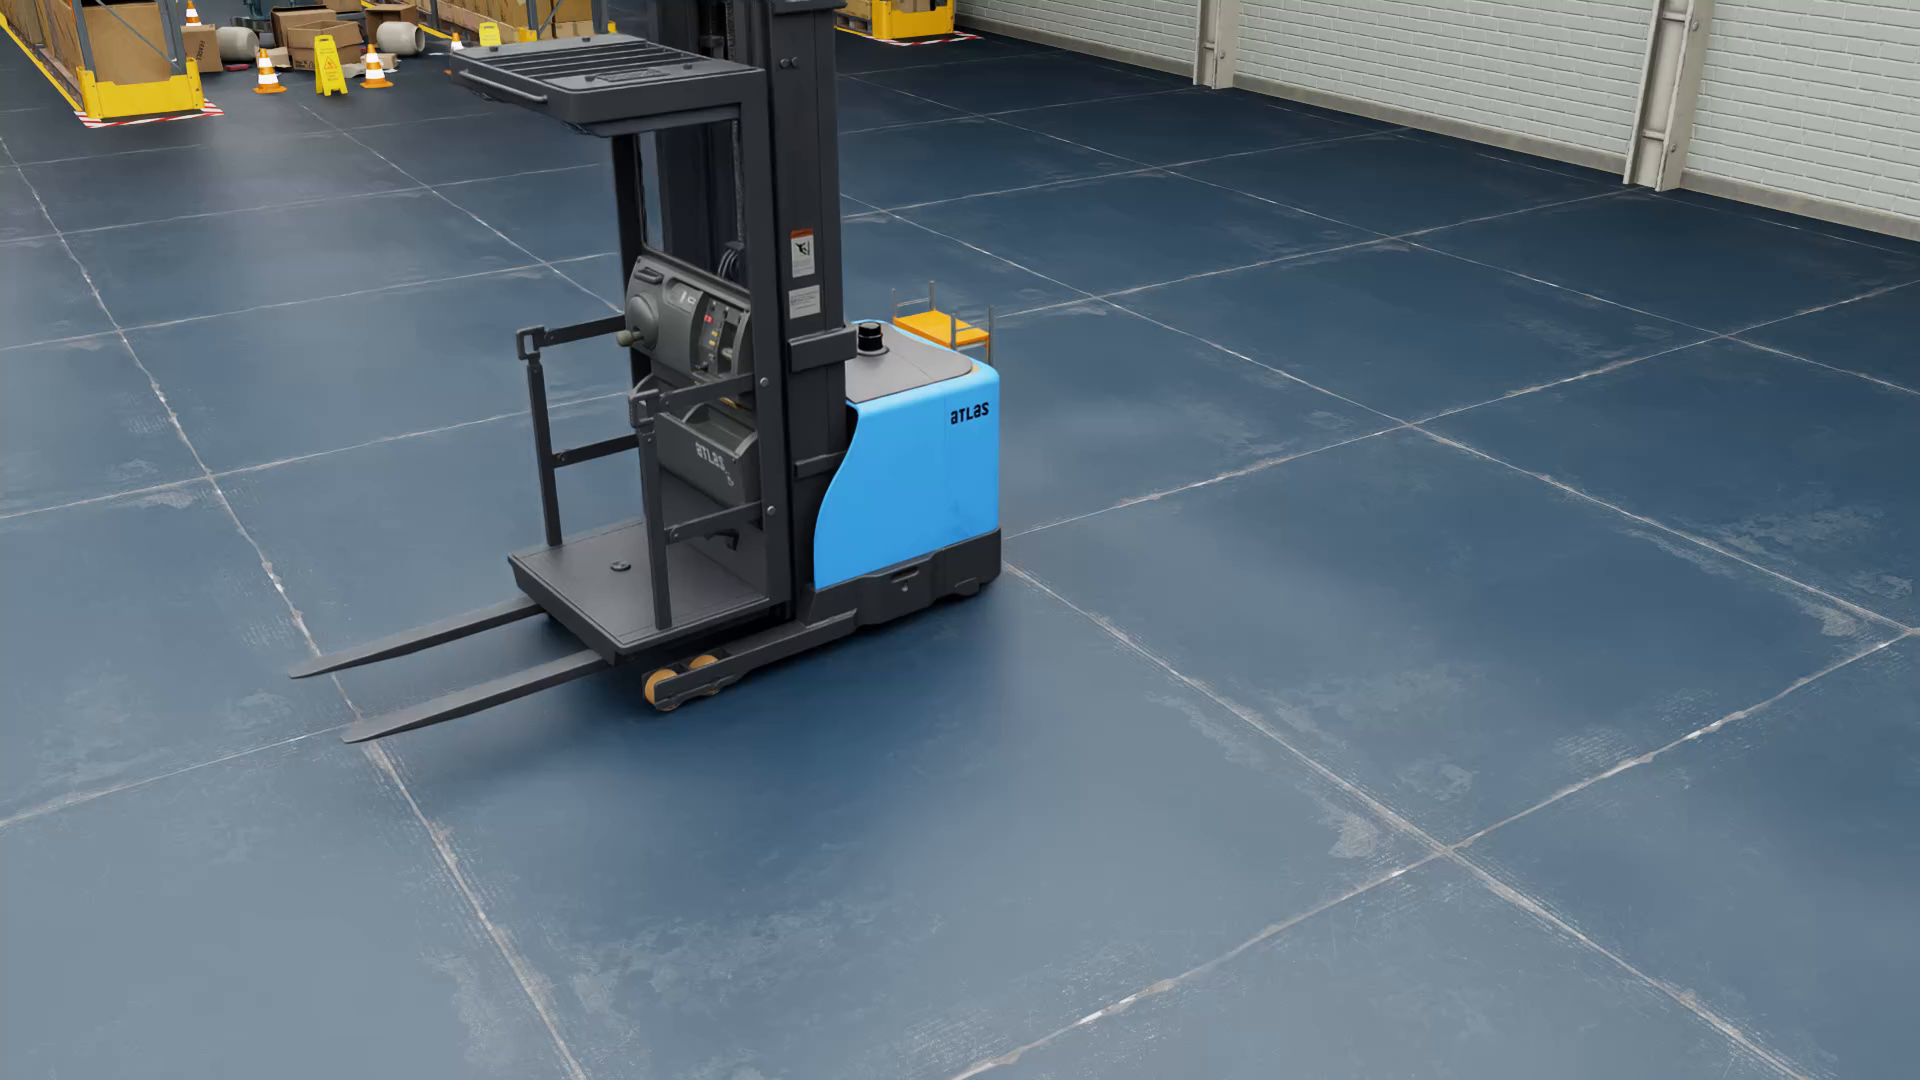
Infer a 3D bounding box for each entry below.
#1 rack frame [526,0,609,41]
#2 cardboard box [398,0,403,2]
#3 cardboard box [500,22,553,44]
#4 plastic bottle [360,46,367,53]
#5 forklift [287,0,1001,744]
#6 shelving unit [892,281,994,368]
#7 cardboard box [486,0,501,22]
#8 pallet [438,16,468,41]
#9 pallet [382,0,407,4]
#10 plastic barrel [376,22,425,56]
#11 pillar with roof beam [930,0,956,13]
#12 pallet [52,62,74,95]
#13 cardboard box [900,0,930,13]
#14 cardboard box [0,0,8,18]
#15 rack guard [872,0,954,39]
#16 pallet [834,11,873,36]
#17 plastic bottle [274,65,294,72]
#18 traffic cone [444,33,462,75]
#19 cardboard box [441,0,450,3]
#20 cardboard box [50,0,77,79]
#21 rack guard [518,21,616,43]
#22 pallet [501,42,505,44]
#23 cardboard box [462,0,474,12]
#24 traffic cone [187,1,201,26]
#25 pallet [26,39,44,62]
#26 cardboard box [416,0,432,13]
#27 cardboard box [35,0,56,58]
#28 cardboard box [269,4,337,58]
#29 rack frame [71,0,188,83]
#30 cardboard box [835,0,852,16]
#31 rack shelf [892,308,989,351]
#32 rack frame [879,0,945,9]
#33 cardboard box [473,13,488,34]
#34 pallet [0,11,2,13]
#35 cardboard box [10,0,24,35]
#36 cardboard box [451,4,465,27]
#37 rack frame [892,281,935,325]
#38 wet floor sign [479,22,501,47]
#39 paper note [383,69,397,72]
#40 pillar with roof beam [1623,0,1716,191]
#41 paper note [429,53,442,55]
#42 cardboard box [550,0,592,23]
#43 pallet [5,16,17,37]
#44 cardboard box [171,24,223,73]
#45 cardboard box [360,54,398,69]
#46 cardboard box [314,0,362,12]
[{"bbox_3d":[-4.819,-7.247,20.087,1.000,3.000,0.127,-16,29,-30],"label":"rack frame"},{"bbox_3d":[-8.067,-8.370,25.054,0.950,0.372,0.625,-14,29,-28],"label":"cardboard box"},{"bbox_3d":[-5.498,-6.428,21.082,0.500,0.250,0.500,-16,29,-30],"label":"cardboard box"},{"bbox_3d":[-7.869,-6.450,21.841,0.133,0.061,0.283,-10,27,-21],"label":"plastic bottle"},{"bbox_3d":[-1.282,-0.884,6.689,3.031,2.935,1.130,-18,31,-34],"label":"forklift"},{"bbox_3d":[-0.085,-0.606,8.127,0.258,1.200,0.503,-17,30,-32],"label":"shelving unit"},{"bbox_3d":[-5.762,-6.944,21.296,0.500,0.500,0.500,-14,29,-28],"label":"cardboard box"},{"bbox_3d":[-6.606,-7.184,23.221,1.003,0.211,1.213,-16,29,-30],"label":"pallet"},{"bbox_3d":[-8.099,-8.131,25.227,1.003,0.211,1.213,-16,29,-30],"label":"pallet"},{"bbox_3d":[-7.215,-6.467,21.454,0.512,0.421,0.421,3,25,6],"label":"plastic barrel"},{"bbox_3d":[-3.894,-10.573,20.106,9.100,9.000,0.400,-16,29,-30],"label":"pillar with roof beam"},{"bbox_3d":[-10.075,-5.499,19.652,1.003,0.211,1.213,-16,29,-30],"label":"pallet"},{"bbox_3d":[-0.766,-7.572,23.506,0.500,0.250,0.500,-15,29,-29],"label":"cardboard box"},{"bbox_3d":[-13.021,-7.852,23.513,1.050,0.750,0.750,-16,30,-30],"label":"cardboard box"},{"bbox_3d":[-0.649,-7.266,23.055,1.175,0.500,0.348,-16,29,-30],"label":"rack guard"},{"bbox_3d":[-1.114,-7.407,23.694,1.003,0.211,1.213,-16,29,-30],"label":"pallet"},{"bbox_3d":[-8.352,-5.818,20.502,0.283,0.061,0.133,18,31,33],"label":"plastic bottle"},{"bbox_3d":[-6.134,-5.952,20.317,0.336,0.463,0.334,-16,29,-30],"label":"traffic cone"},{"bbox_3d":[-6.906,-7.689,22.874,0.500,0.500,0.500,-14,29,-27],"label":"cardboard box"},{"bbox_3d":[-9.818,-5.827,19.077,0.875,0.875,0.875,-16,30,-30],"label":"cardboard box"},{"bbox_3d":[-4.860,-6.143,20.678,1.175,0.500,0.348,-16,29,-30],"label":"rack guard"},{"bbox_3d":[-5.274,-6.312,21.372,1.003,0.211,1.213,-16,29,-30],"label":"pallet"},{"bbox_3d":[-6.323,-7.314,22.081,0.500,0.500,0.500,-14,29,-27],"label":"cardboard box"},{"bbox_3d":[-10.561,-7.172,22.900,0.336,0.463,0.334,-16,29,-30],"label":"traffic cone"},{"bbox_3d":[-11.579,-6.485,21.740,1.003,0.211,1.213,-16,29,-30],"label":"pallet"},{"bbox_3d":[-7.291,-7.866,23.985,0.950,0.372,0.625,-15,29,-29],"label":"cardboard box"},{"bbox_3d":[-10.810,-6.475,20.450,0.875,0.875,0.875,-15,29,-29],"label":"cardboard box"},{"bbox_3d":[-8.416,-6.550,21.376,0.797,0.637,0.503,-16,29,-30],"label":"cardboard box"},{"bbox_3d":[-8.911,-6.057,17.566,1.000,3.000,0.127,-16,29,-30],"label":"rack frame"},{"bbox_3d":[-1.447,-7.626,23.619,0.500,0.250,0.500,-16,29,-30],"label":"cardboard box"},{"bbox_3d":[-0.085,-0.961,7.959,0.258,0.148,0.480,-17,30,-32],"label":"rack shelf"},{"bbox_3d":[-0.662,-8.405,22.540,1.000,3.000,0.127,-16,29,-30],"label":"rack frame"},{"bbox_3d":[-6.052,-6.792,21.854,0.500,0.250,0.500,-17,30,-31],"label":"cardboard box"},{"bbox_3d":[-14.365,-8.373,25.739,1.003,0.211,1.213,-16,29,-30],"label":"pallet"},{"bbox_3d":[-12.032,-7.207,22.146,1.050,0.750,0.750,-16,29,-30],"label":"cardboard box"},{"bbox_3d":[-6.606,-7.161,22.635,0.500,0.250,0.500,-14,29,-27],"label":"cardboard box"},{"bbox_3d":[-0.227,-0.690,8.307,0.240,1.200,0.015,-17,30,-32],"label":"rack frame"},{"bbox_3d":[-5.611,-5.865,19.917,0.267,0.644,0.232,-6,26,-12],"label":"wet floor sign"},{"bbox_3d":[-7.002,-5.778,20.454,0.142,0.019,0.148,18,31,33],"label":"paper note"},{"bbox_3d":[2.657,-6.281,11.014,9.100,9.000,0.400,-16,29,-30],"label":"pillar with roof beam"},{"bbox_3d":[-6.812,-6.323,21.608,0.148,0.019,0.142,18,31,33],"label":"paper note"},{"bbox_3d":[-5.041,-6.893,21.189,0.500,0.500,0.500,-17,30,-31],"label":"cardboard box"},{"bbox_3d":[-12.911,-7.358,23.589,1.003,0.211,1.213,-16,29,-30],"label":"pallet"},{"bbox_3d":[-9.387,-6.042,20.461,0.500,0.500,0.500,-10,27,-21],"label":"cardboard box"},{"bbox_3d":[-7.226,-5.955,20.691,0.380,0.149,0.250,-1,25,-3],"label":"cardboard box"},{"bbox_3d":[-8.477,-7.464,22.588,0.500,0.500,0.500,-16,29,-30],"label":"cardboard box"}]
